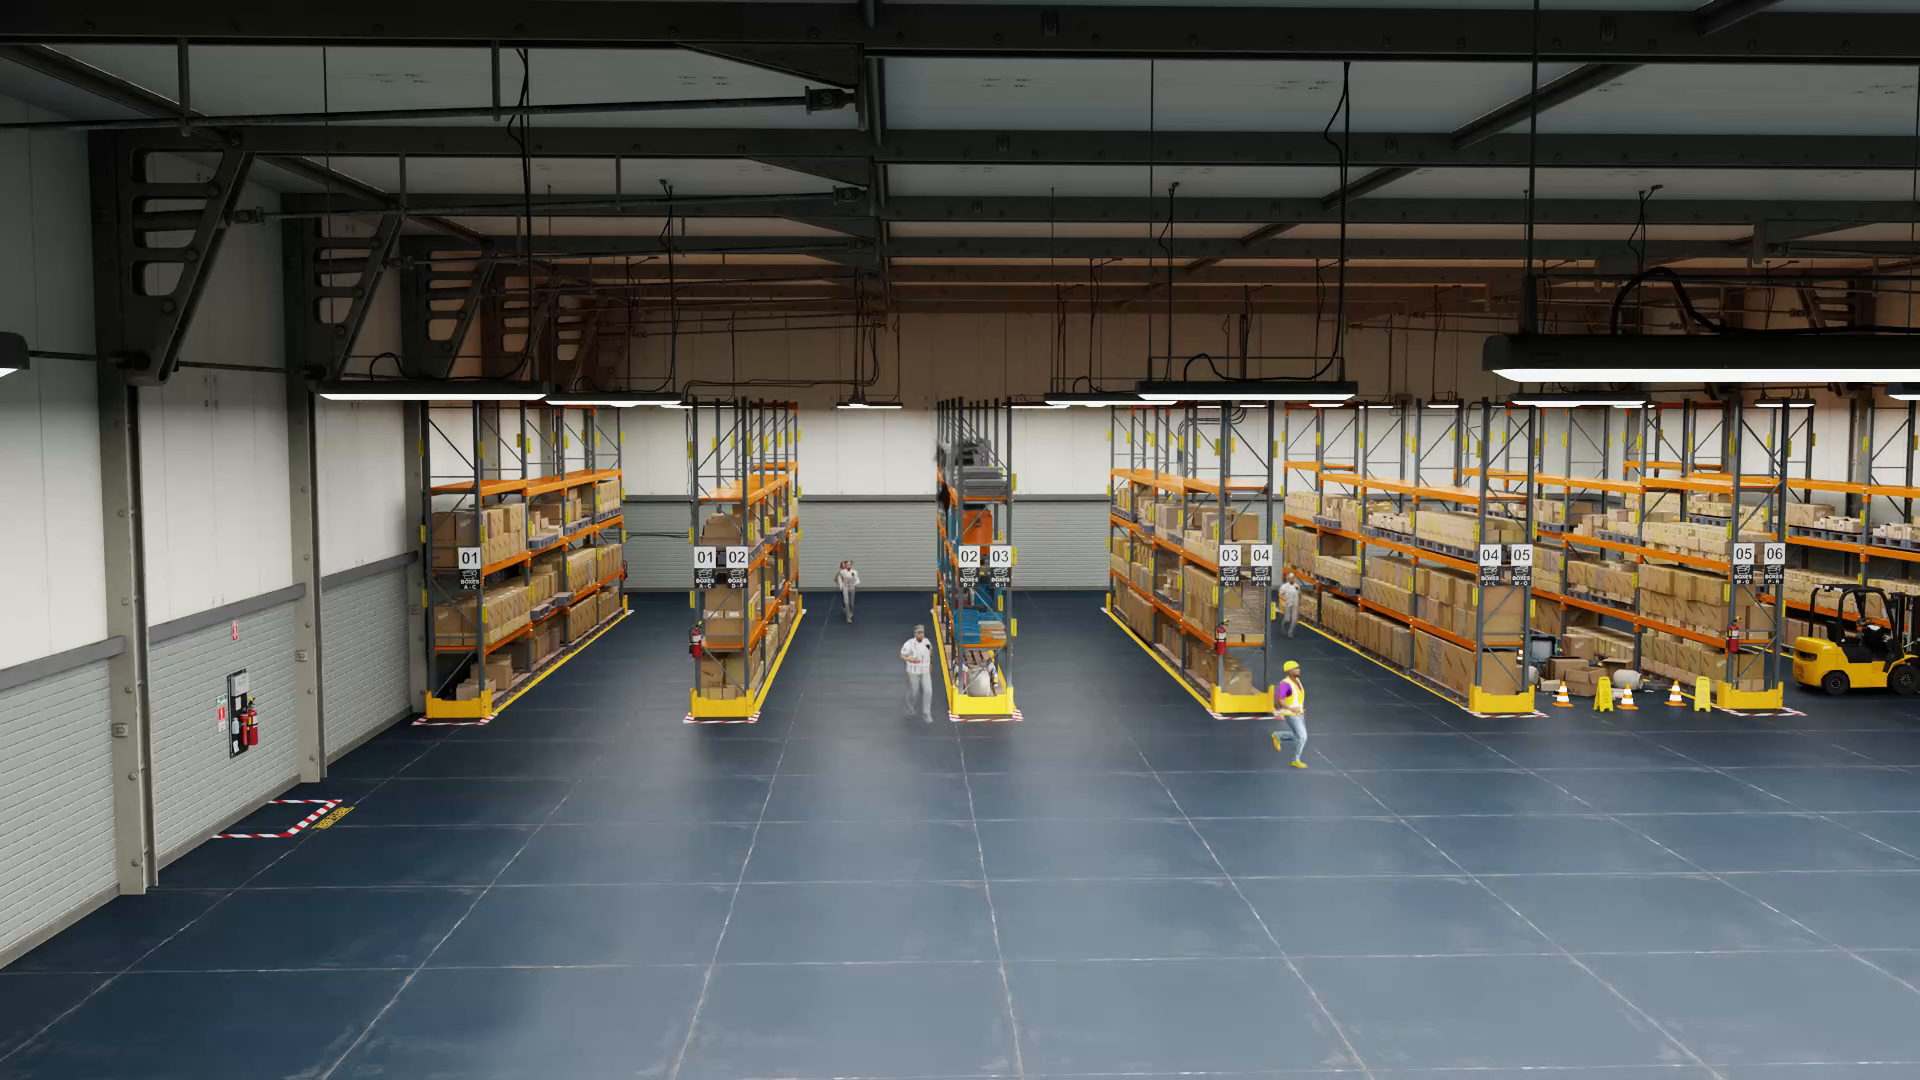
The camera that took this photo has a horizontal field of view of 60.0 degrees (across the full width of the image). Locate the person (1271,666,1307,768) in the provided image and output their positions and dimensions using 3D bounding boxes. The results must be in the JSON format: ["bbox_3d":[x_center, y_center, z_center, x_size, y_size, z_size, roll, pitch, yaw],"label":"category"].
[{"bbox_3d":[5.327,2.818,26.905,0.661,1.671,0.720,3,5,30],"label":"person"}]

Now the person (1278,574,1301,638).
[{"bbox_3d":[8.380,1.658,42.173,0.596,1.621,0.544,-1,4,-9],"label":"person"}]

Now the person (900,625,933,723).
[{"bbox_3d":[-0.782,2.459,30.929,0.695,1.798,0.939,-2,5,-22],"label":"person"}]

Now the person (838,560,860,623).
[{"bbox_3d":[-3.041,1.378,45.498,0.587,1.692,0.903,-1,4,-10],"label":"person"}]

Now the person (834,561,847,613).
[{"bbox_3d":[-3.210,1.373,46.524,0.555,1.522,0.570,-2,5,-22],"label":"person"}]
